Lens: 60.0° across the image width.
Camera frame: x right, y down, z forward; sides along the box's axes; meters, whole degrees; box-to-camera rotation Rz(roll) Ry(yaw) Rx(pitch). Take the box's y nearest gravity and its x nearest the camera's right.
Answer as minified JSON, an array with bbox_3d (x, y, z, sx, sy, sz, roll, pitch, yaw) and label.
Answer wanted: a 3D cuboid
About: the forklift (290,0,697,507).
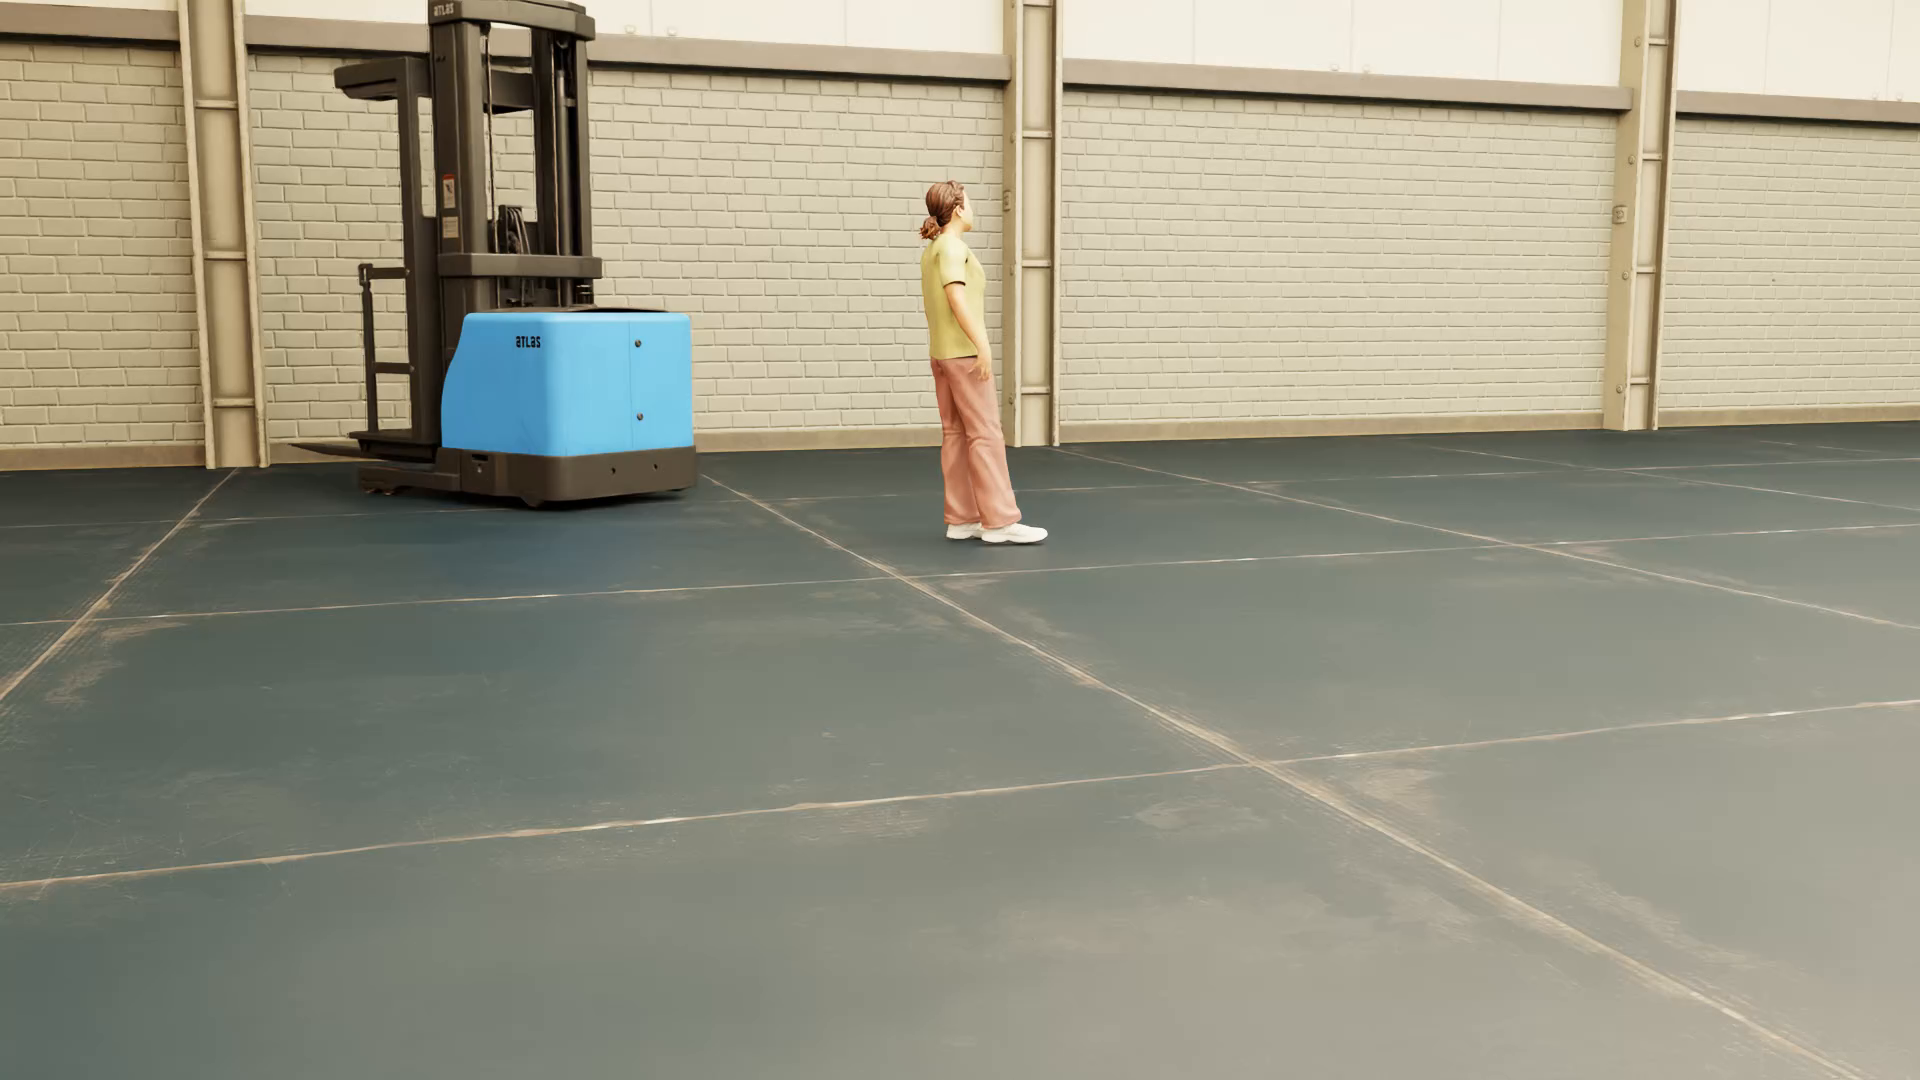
[{"bbox_3d":[-2.998,-1.766,10.036,3.031,2.935,1.130,6,10,38],"label":"forklift"}]

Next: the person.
[{"bbox_3d":[0.073,-0.839,7.822,0.549,1.675,0.553,-3,8,-18],"label":"person"}]
